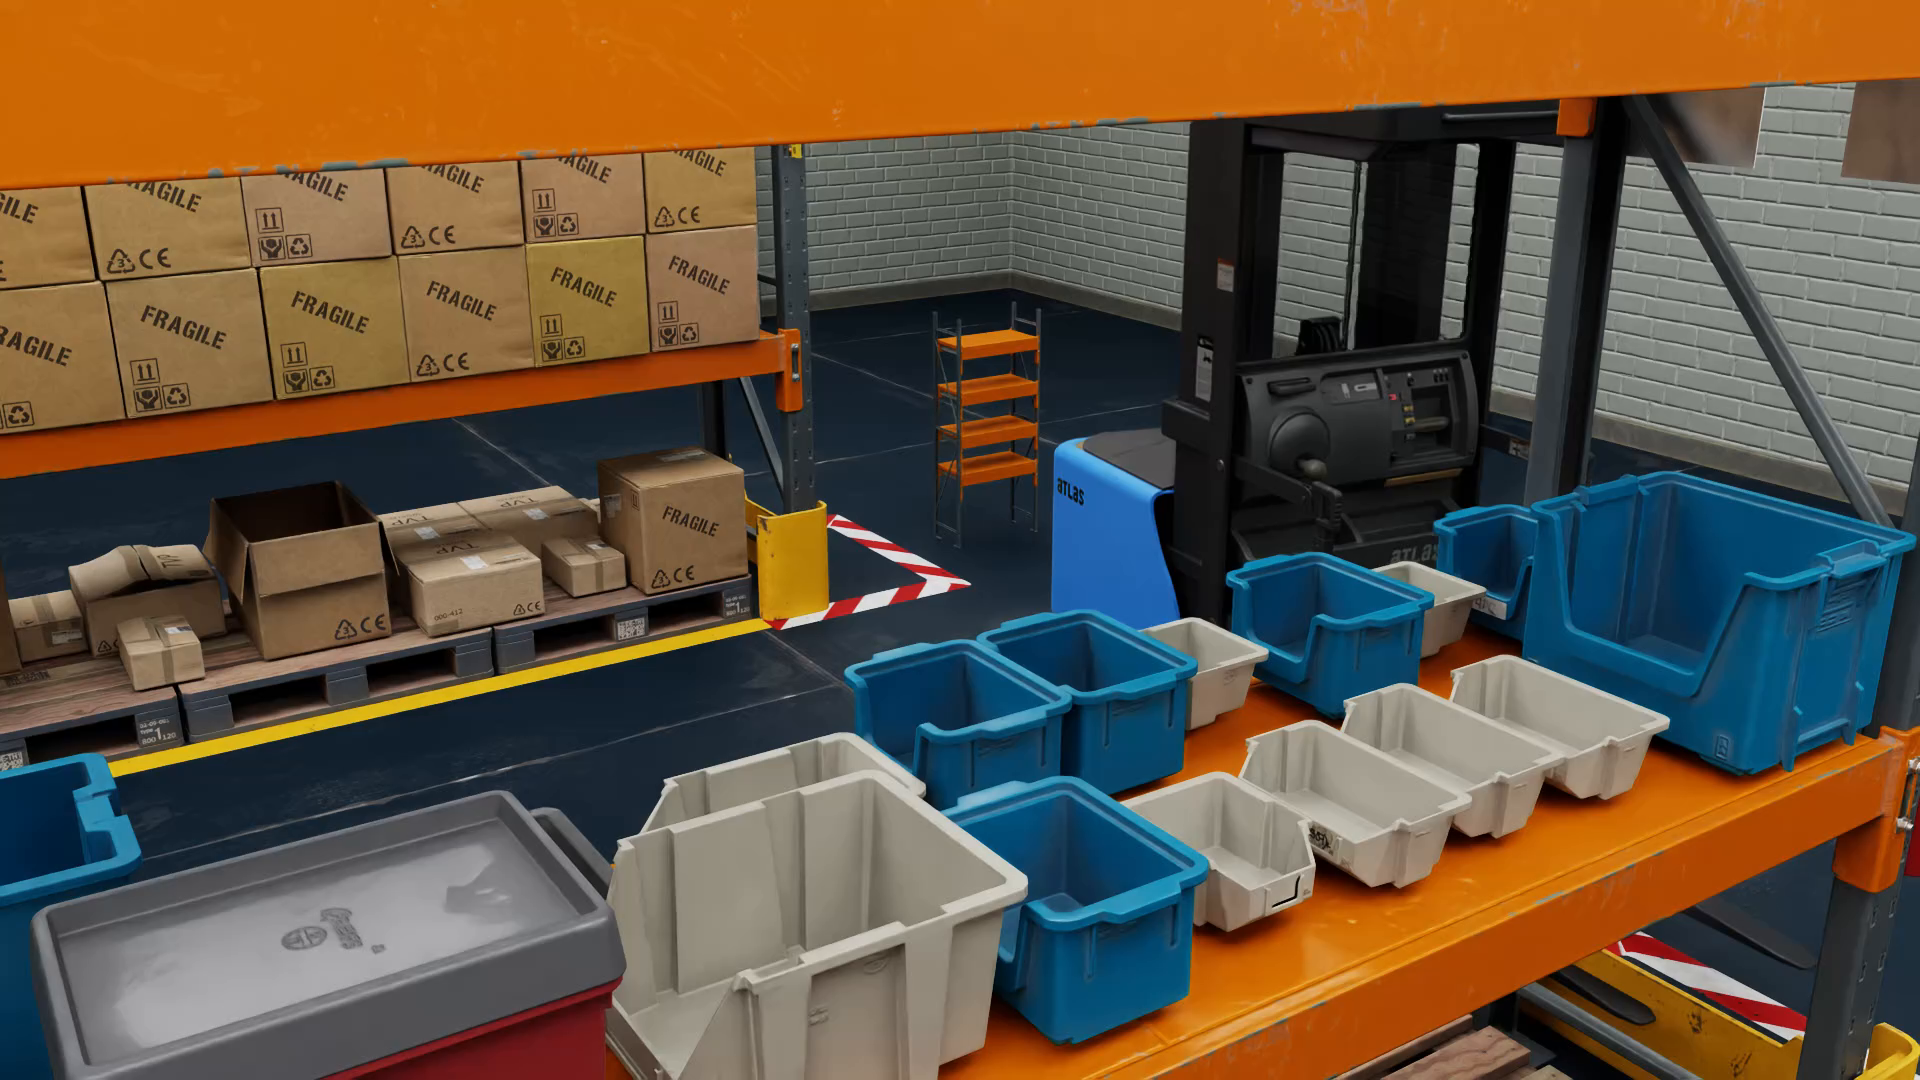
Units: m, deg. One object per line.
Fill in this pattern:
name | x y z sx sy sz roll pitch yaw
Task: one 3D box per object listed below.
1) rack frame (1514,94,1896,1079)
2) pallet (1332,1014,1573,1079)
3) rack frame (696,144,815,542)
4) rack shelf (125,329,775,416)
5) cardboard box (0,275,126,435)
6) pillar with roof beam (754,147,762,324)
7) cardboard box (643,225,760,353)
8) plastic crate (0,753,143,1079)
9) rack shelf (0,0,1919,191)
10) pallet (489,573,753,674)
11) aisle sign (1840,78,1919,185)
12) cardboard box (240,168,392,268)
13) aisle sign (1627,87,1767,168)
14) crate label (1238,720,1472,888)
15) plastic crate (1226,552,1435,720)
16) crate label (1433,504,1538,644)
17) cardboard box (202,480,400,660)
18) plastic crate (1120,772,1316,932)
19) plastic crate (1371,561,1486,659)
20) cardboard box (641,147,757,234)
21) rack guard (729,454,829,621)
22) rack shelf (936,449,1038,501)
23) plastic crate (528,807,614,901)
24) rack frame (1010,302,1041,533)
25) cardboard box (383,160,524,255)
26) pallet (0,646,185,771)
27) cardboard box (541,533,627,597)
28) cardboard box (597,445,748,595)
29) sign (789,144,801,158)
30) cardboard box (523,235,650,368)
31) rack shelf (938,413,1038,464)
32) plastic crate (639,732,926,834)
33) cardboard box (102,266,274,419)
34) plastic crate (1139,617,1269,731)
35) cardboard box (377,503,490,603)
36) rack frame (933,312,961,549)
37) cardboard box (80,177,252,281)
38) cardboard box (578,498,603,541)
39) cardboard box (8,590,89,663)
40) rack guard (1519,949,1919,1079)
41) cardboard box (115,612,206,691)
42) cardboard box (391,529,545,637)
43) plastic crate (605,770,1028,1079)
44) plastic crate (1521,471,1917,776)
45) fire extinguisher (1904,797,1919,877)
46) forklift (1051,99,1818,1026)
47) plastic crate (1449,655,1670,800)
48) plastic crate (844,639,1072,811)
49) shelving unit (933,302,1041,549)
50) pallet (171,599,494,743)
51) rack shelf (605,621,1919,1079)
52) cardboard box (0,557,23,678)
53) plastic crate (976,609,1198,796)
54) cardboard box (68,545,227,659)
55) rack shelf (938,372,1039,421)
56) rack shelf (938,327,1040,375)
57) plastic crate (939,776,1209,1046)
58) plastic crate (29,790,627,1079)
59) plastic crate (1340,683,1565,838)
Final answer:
rack frame | 1.732 0.087 3.805 0.053 2.616 0.949 -12 22 -31
pallet | 1.020 1.542 3.855 1.213 0.211 1.003 -12 22 -31
rack frame | -0.991 -1.240 7.729 0.127 3.000 1.000 -12 22 -31
rack shelf | -2.661 -0.639 6.771 3.809 0.124 0.919 -12 22 -31
cardboard box | -3.330 -0.691 5.948 0.500 0.500 0.500 -11 22 -30
pillar with roof beam | 0.428 -4.962 9.370 0.400 9.000 9.100 -12 22 -31
cardboard box | -1.215 -1.136 7.264 0.500 0.500 0.500 -11 22 -30
plastic crate | -1.408 0.596 2.230 0.575 0.384 0.392 -12 22 -31
rack shelf | 0.060 -0.642 2.400 4.000 0.370 1.077 -12 22 -31
pallet | -1.720 0.235 7.720 1.213 0.211 1.003 -12 22 -31
aisle sign | 1.951 -1.080 3.197 0.004 0.787 0.394 -12 22 -31
cardboard box | -2.492 -1.337 6.298 0.500 0.500 0.500 -11 22 -30
aisle sign | 1.627 -1.238 3.664 0.004 0.787 0.394 -12 22 -31
crate label | 0.680 0.477 2.968 0.243 0.136 0.396 -12 22 -31
plastic crate | 0.793 0.208 3.614 0.300 0.233 0.416 -12 22 -31
crate label | 1.343 0.092 3.957 0.303 0.233 0.416 -12 22 -31
cardboard box | -2.765 0.107 6.957 0.637 0.503 0.797 -12 22 -31
plastic crate | 0.442 0.534 2.799 0.250 0.136 0.298 -12 22 -31
plastic crate | 1.029 0.172 3.871 0.298 0.136 0.250 -12 22 -31
cardboard box | -1.211 -1.609 7.103 0.500 0.500 0.500 -12 22 -32
rack guard | -1.054 -0.042 8.089 0.348 0.500 1.175 -12 22 -31
rack shelf | 0.138 -0.346 8.724 0.480 0.148 0.258 -12 22 -31
plastic crate | -0.823 0.623 2.554 0.590 0.125 0.437 -12 22 -31
rack frame | 0.342 -0.641 8.766 0.015 1.200 0.240 -12 22 -31
cardboard box | -2.063 -1.427 6.565 0.500 0.500 0.500 -11 22 -30
pallet | -3.758 0.665 6.448 1.213 0.211 1.003 -12 22 -31
cardboard box | -1.697 0.103 7.494 0.250 0.166 0.380 -12 22 -31
cardboard box | -1.310 -0.102 7.580 0.500 0.500 0.500 -12 22 -31
sign | -0.702 -1.786 7.043 0.005 0.325 0.100 -12 22 -31
cardboard box | -1.647 -1.043 6.991 0.500 0.500 0.500 -12 22 -31
rack shelf | 0.138 -0.534 8.660 0.480 0.148 0.258 -12 22 -31
plastic crate | -0.322 0.500 2.901 0.466 0.136 0.293 -12 22 -31
cardboard box | -2.911 -0.778 6.207 0.500 0.500 0.500 -12 22 -32
plastic crate | 0.463 0.291 3.517 0.298 0.136 0.250 -12 22 -31
cardboard box | -2.436 0.050 7.519 0.500 0.250 0.500 -12 22 -31
rack frame | -0.066 -0.555 8.512 0.015 1.200 0.240 -12 22 -31
cardboard box | -2.923 -1.245 6.028 0.500 0.500 0.500 -13 22 -33
cardboard box | -1.738 -0.080 8.035 0.250 0.166 0.380 -12 22 -31
cardboard box | -3.732 0.348 6.795 0.250 0.149 0.380 -12 22 -31
rack guard | 1.743 1.262 4.231 0.348 0.500 1.175 -12 22 -31
cardboard box | -3.145 0.427 6.534 0.250 0.166 0.380 -12 22 -31
cardboard box | -2.120 0.175 7.149 0.500 0.250 0.500 -12 22 -31
plastic crate | -0.234 0.598 2.383 0.530 0.282 0.437 -12 22 -31
plastic crate | 1.553 0.149 3.470 0.499 0.435 0.616 -12 22 -31
fire extinguisher | 2.106 0.394 3.599 0.183 0.674 0.296 -12 22 -31
forklift | 1.432 -0.402 5.357 1.130 2.935 3.031 -8 20 -24
plastic crate | 1.149 0.374 3.272 0.243 0.136 0.396 -12 22 -31
plastic crate | -0.007 0.377 3.114 0.300 0.233 0.416 -12 22 -31
shelving unit | 0.138 -0.598 8.639 0.503 1.200 0.258 -12 22 -31
pallet | -2.738 0.449 7.088 1.213 0.211 1.003 -12 22 -31
rack shelf | 0.060 0.779 2.881 4.000 0.370 1.077 -12 22 -31
cardboard box | -4.012 0.264 6.496 0.500 0.500 0.500 -12 22 -31
plastic crate | 0.243 0.324 3.271 0.300 0.233 0.416 -12 22 -31
cardboard box | -3.385 0.222 6.917 0.500 0.311 0.500 -12 22 -31
rack shelf | 0.138 -0.746 8.589 0.480 0.148 0.258 -12 22 -31
rack shelf | 0.138 -0.970 8.513 0.480 0.148 0.258 -12 22 -31
plastic crate | 0.156 0.567 2.552 0.300 0.233 0.416 -12 22 -31
plastic crate | -0.727 0.641 1.971 0.583 0.464 0.402 -12 22 -31
plastic crate | 0.899 0.421 3.133 0.243 0.136 0.396 -12 22 -31
